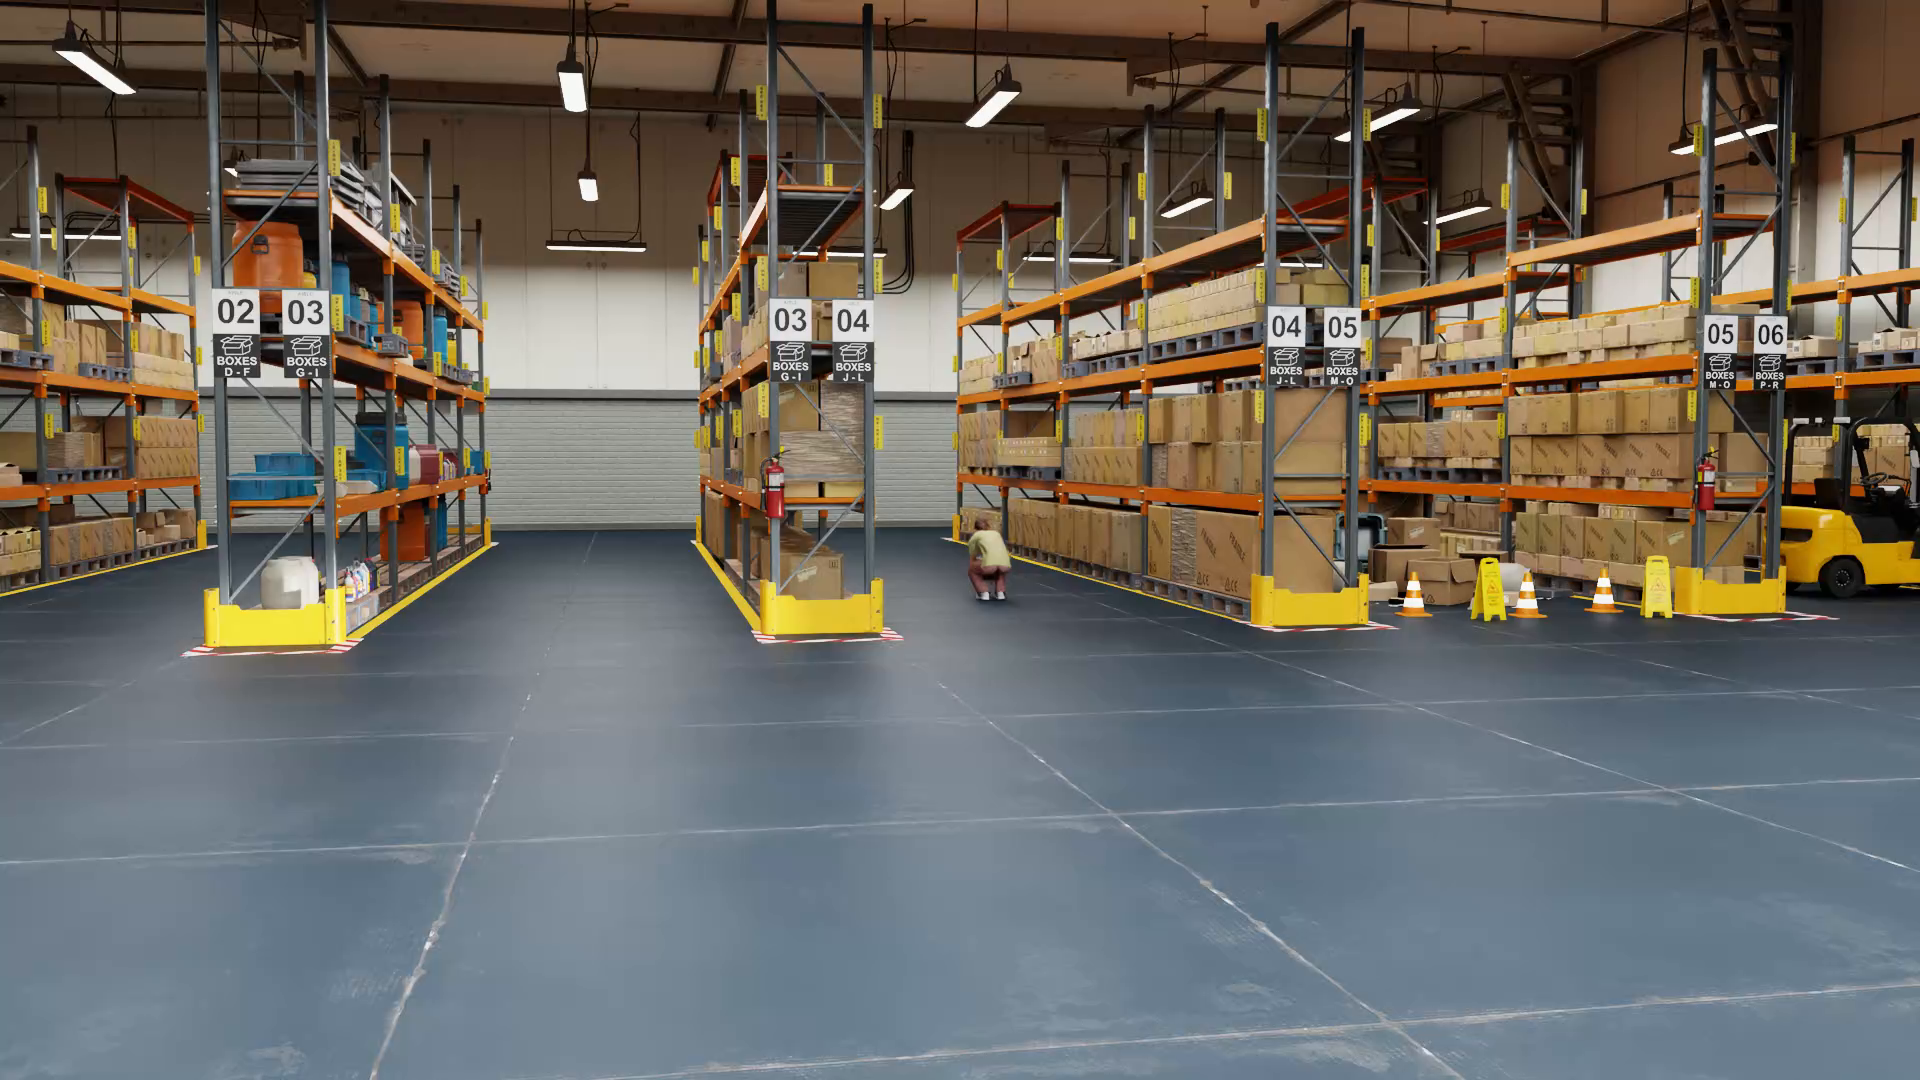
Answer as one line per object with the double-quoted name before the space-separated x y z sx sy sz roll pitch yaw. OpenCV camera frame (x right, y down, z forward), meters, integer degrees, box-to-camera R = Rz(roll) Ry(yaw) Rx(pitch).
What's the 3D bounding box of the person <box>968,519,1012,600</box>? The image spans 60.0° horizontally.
"person" 0.341 0.229 19.776 0.460 0.943 0.807 -1 3 -12
